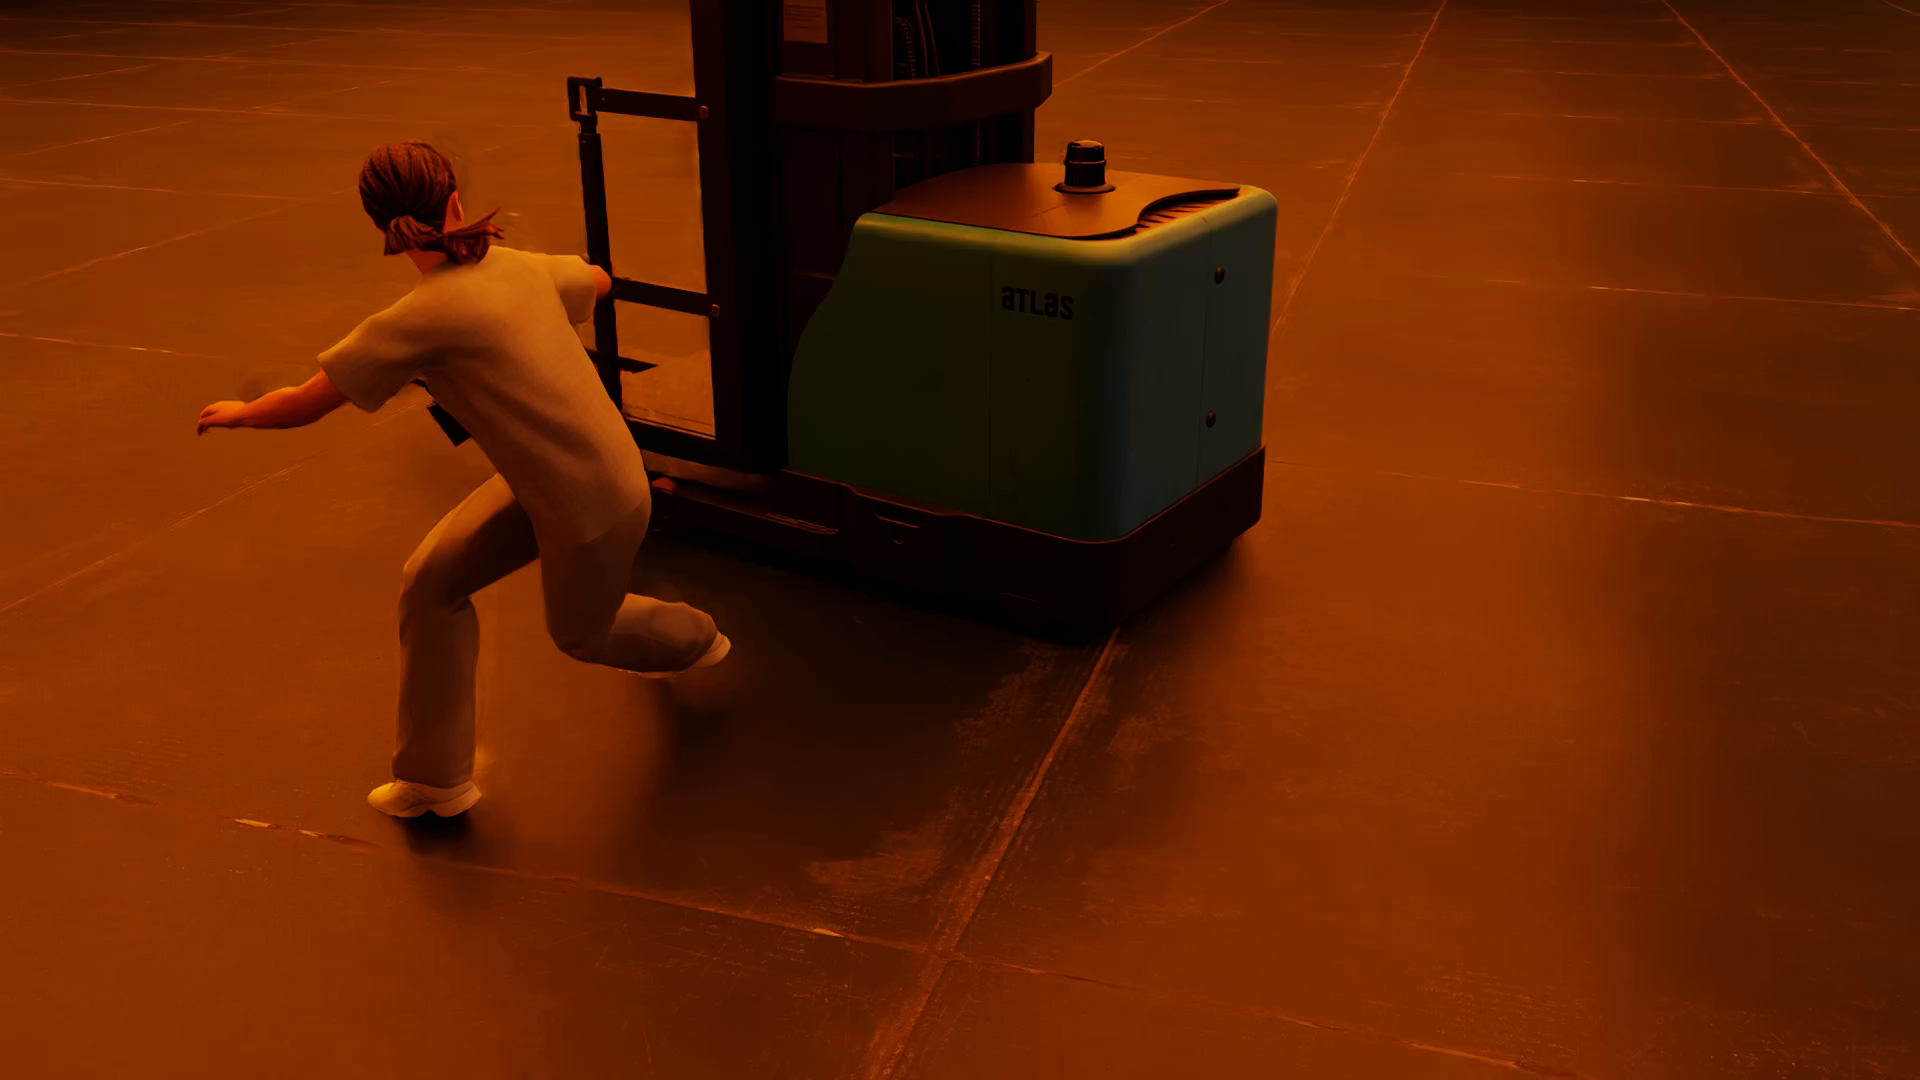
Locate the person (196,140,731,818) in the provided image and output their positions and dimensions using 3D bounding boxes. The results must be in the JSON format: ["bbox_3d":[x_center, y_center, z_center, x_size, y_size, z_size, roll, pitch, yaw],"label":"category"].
[{"bbox_3d":[-1.061,-0.155,3.659,1.040,1.462,0.827,-3,23,-6],"label":"person"}]

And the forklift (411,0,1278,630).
[{"bbox_3d":[-0.585,-1.532,4.989,3.031,2.935,1.130,14,26,31],"label":"forklift"}]
